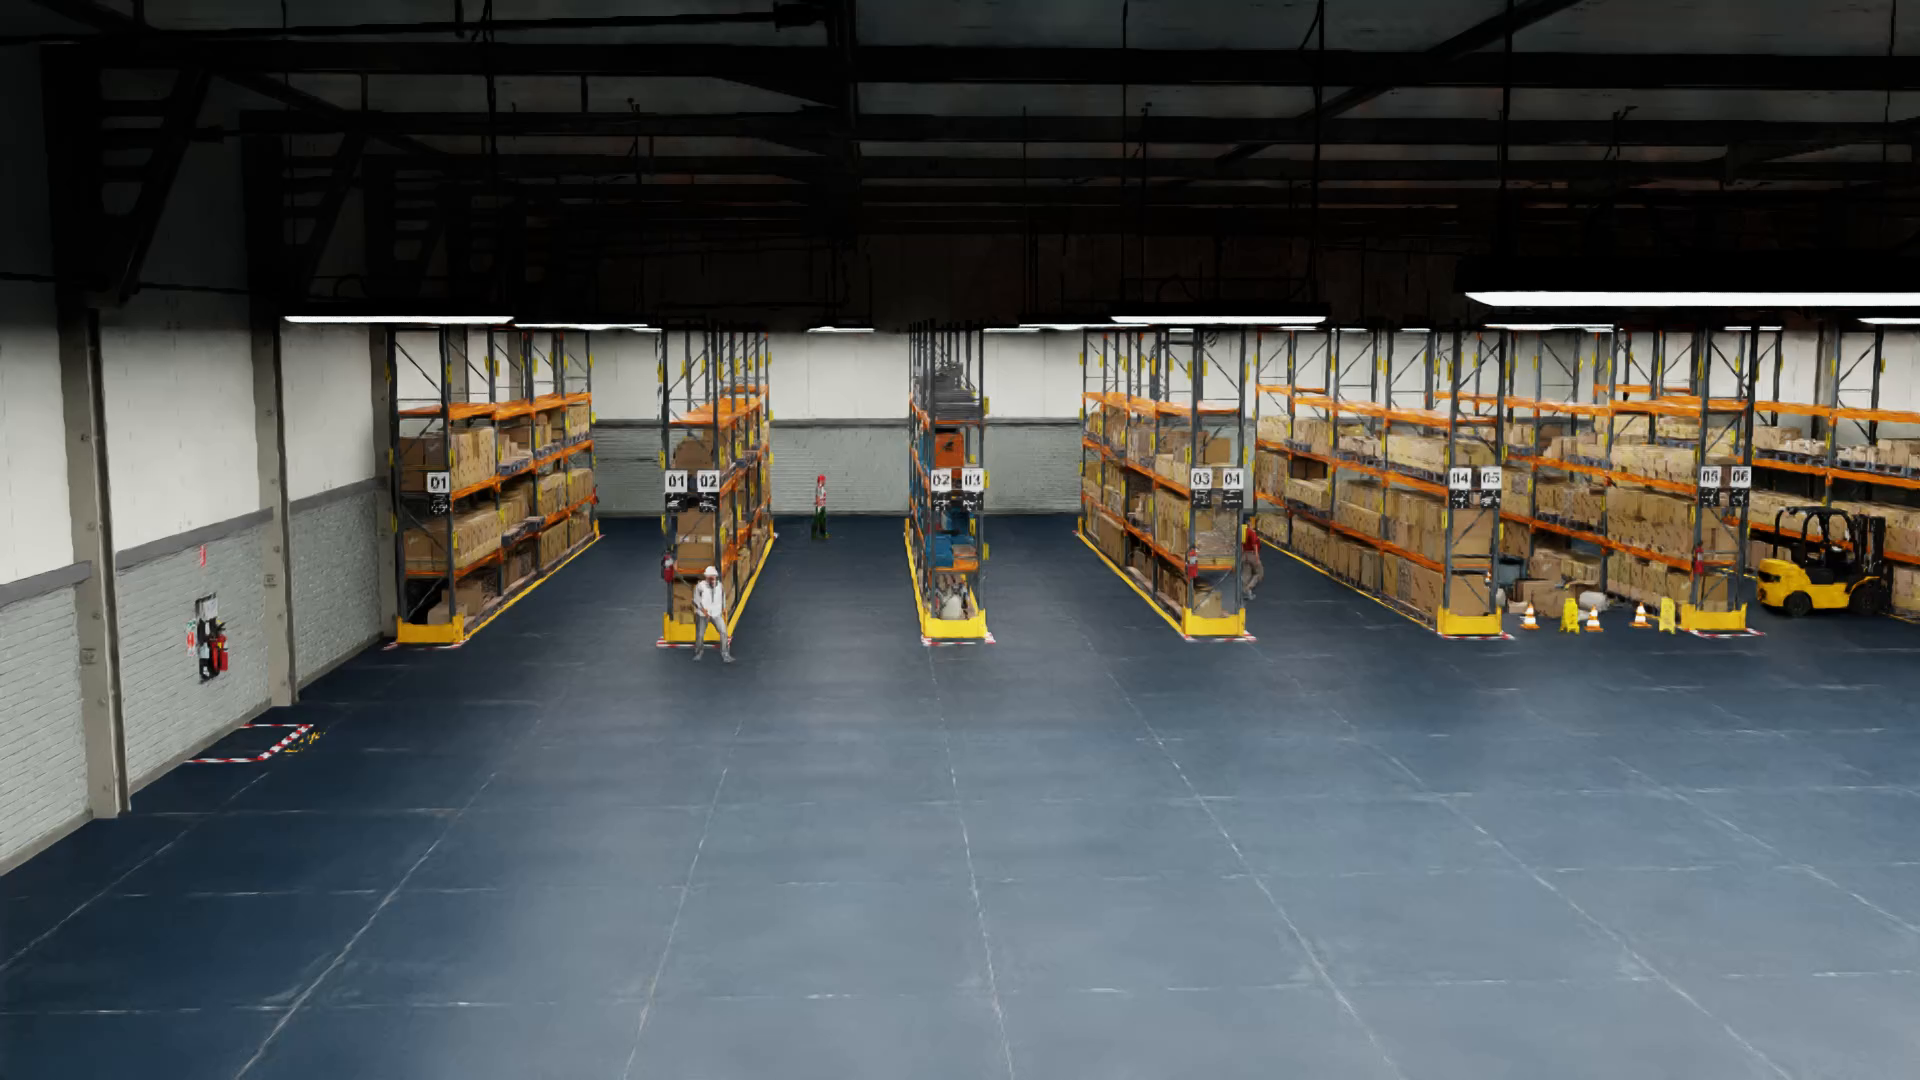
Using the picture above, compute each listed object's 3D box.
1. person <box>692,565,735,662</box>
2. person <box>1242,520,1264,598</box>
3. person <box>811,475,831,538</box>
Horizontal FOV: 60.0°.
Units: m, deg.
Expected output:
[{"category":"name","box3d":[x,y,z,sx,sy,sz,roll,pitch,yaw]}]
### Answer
[{"category":"person","box3d":[-4.367,1.276,29.117,0.689,1.712,0.810,-3,8,-22]},{"category":"person","box3d":[6.282,0.419,36.053,0.459,1.725,0.578,-4,8,-29]},{"category":"person","box3d":[-3.916,-0.941,46.764,0.503,1.786,0.651,1,7,6]}]
